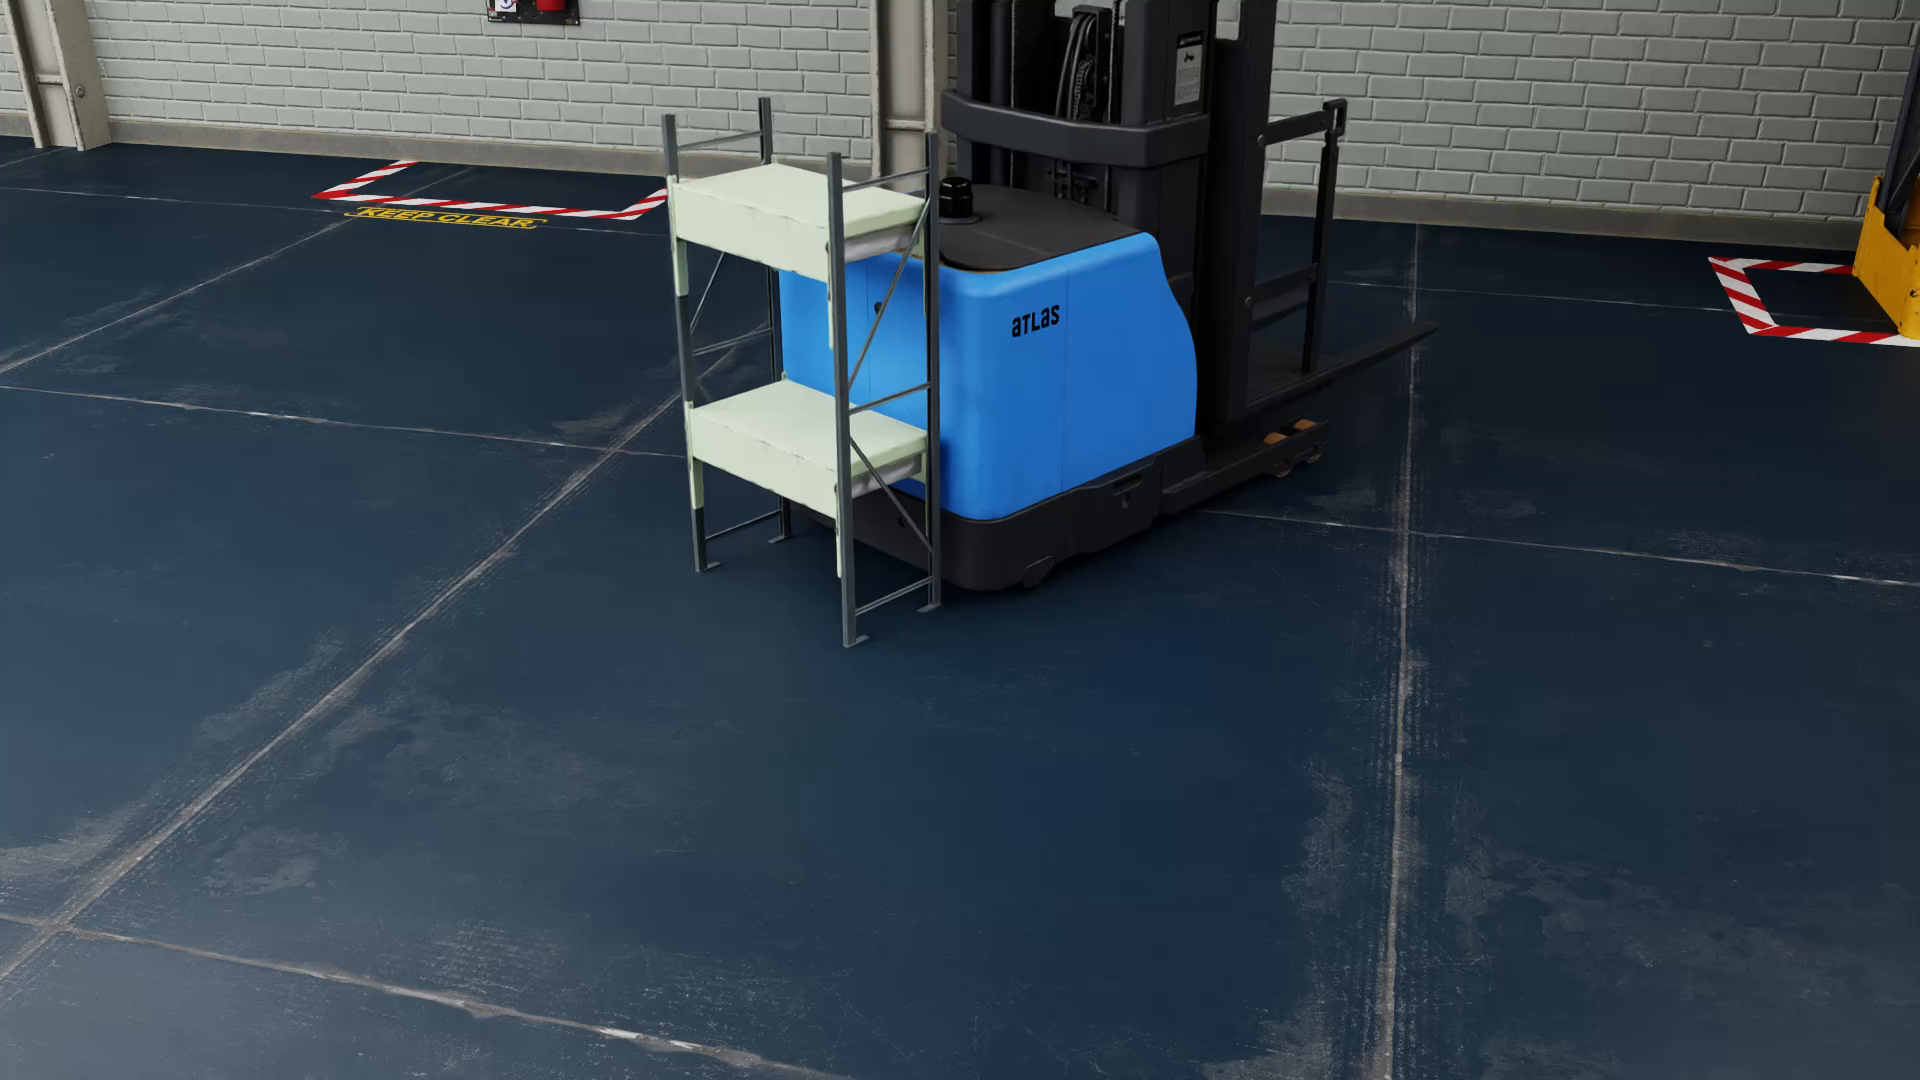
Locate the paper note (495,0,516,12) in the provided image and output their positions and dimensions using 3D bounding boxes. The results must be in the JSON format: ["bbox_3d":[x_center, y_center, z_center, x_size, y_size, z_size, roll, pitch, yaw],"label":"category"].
[{"bbox_3d":[-2.841,-3.377,10.378,0.142,0.148,0.016,6,26,13],"label":"paper note"}]

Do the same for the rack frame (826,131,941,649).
[{"bbox_3d":[-0.208,-0.410,4.865,0.023,1.500,0.400,23,34,39],"label":"rack frame"}]

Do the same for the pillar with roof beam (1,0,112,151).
[{"bbox_3d":[-7.186,-5.005,5.795,0.400,9.000,9.100,6,26,13],"label":"pillar with roof beam"}]

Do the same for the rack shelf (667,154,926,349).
[{"bbox_3d":[-0.470,-0.872,4.929,0.720,0.370,0.431,23,34,39],"label":"rack shelf"}]

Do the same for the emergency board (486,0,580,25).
[{"bbox_3d":[-2.686,-3.727,10.089,0.643,1.169,0.194,6,26,13],"label":"emergency board"}]

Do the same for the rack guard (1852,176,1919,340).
[{"bbox_3d":[4.689,-1.382,8.072,0.348,0.500,1.175,6,26,13],"label":"rack guard"}]

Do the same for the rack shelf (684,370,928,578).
[{"bbox_3d":[-0.470,-0.225,5.237,0.720,0.370,0.431,23,34,39],"label":"rack shelf"}]

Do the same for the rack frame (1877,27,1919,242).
[{"bbox_3d":[4.615,-2.519,7.551,0.127,3.000,1.000,6,26,13],"label":"rack frame"}]

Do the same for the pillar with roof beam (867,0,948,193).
[{"bbox_3d":[-1.375,-4.363,4.445,0.400,9.000,9.100,6,26,13],"label":"pillar with roof beam"}]

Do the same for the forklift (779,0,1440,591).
[{"bbox_3d":[0.774,-1.698,5.906,1.130,2.935,3.031,23,34,40],"label":"forklift"}]

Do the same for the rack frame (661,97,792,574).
[{"bbox_3d":[-0.731,-0.630,5.328,0.023,1.500,0.400,23,34,39],"label":"rack frame"}]

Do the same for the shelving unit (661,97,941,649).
[{"bbox_3d":[-0.470,-0.520,5.096,0.755,1.500,0.431,23,34,39],"label":"shelving unit"}]
